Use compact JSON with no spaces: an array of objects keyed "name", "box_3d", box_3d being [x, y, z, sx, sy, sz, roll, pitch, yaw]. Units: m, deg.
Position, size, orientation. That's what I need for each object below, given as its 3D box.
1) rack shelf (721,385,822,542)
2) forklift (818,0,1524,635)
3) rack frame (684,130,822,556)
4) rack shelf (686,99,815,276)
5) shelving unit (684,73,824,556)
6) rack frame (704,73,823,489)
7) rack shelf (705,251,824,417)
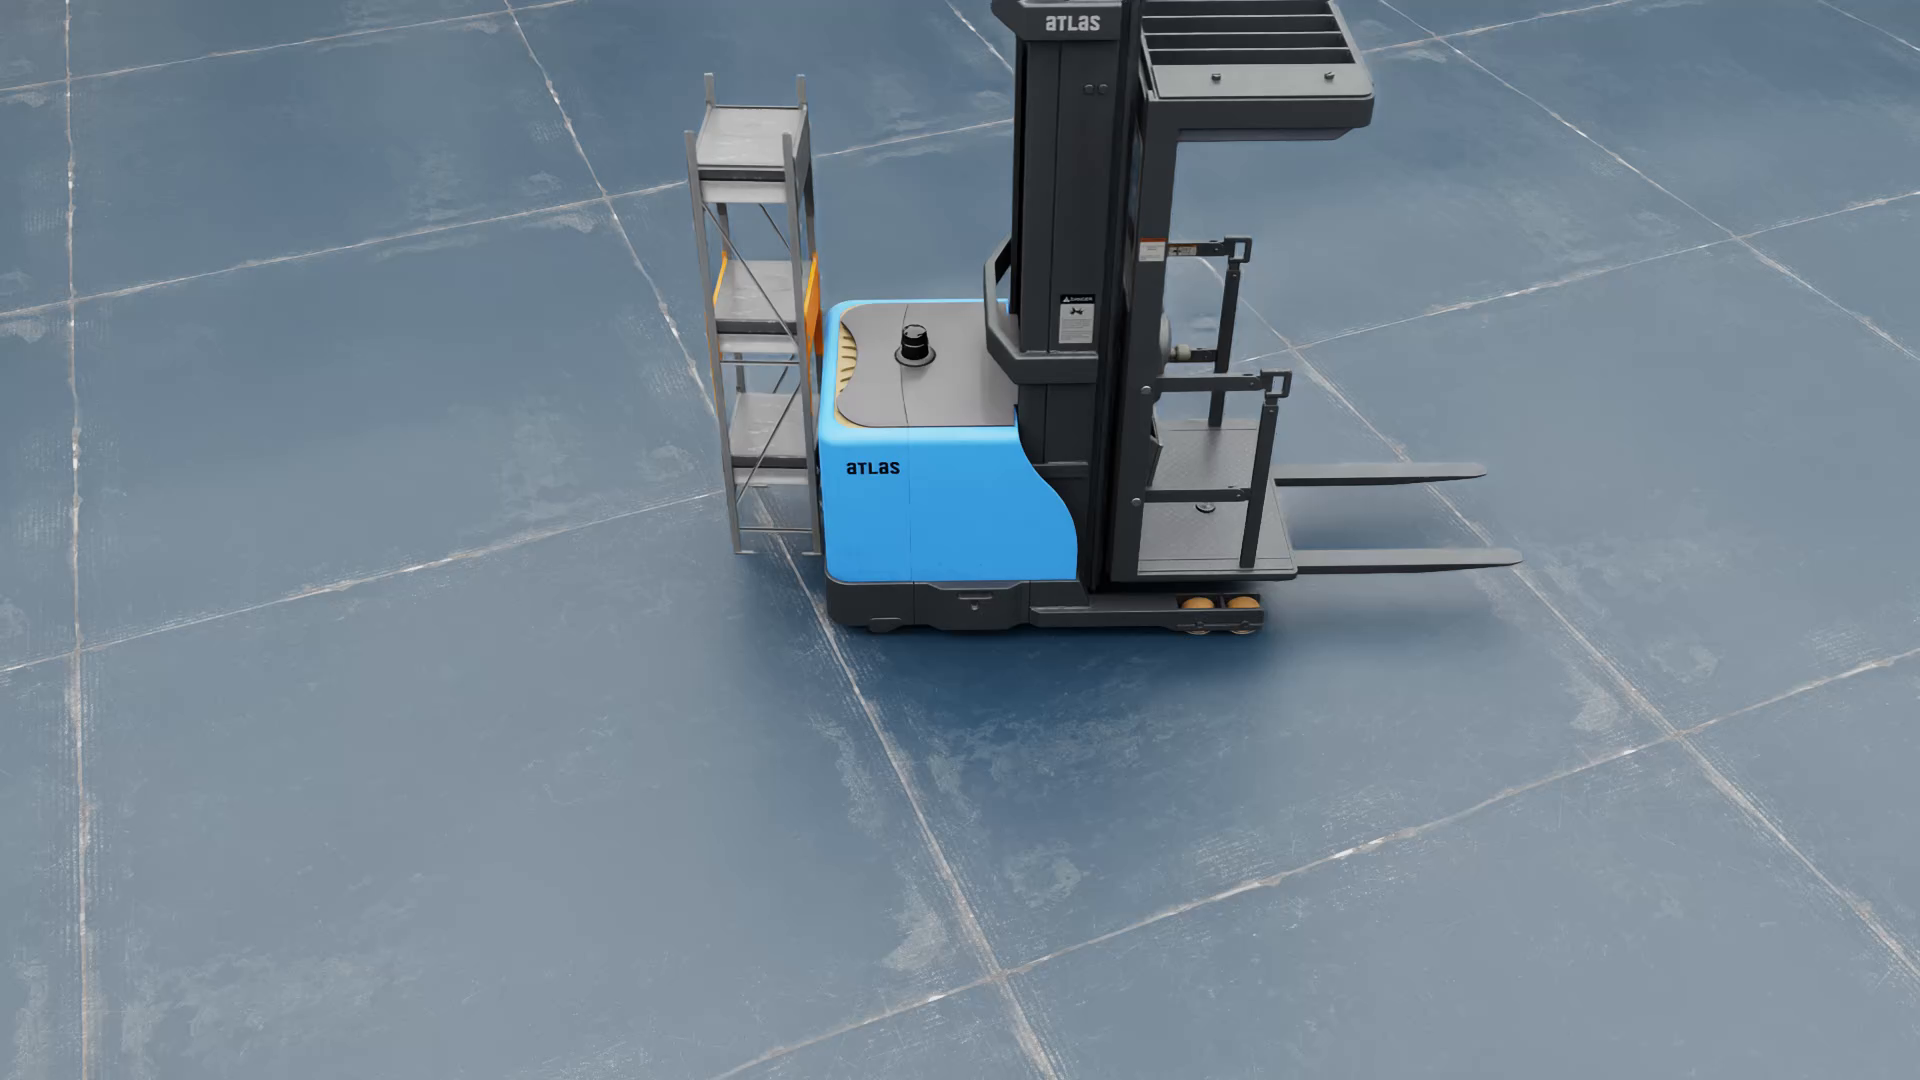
[{"name":"rack shelf","box_3d":[-0.822,-0.349,7.558,0.431,0.518,0.480,1,41,2]},{"name":"forklift","box_3d":[0.930,-1.049,6.641,3.031,2.935,1.130,-1,41,-1]},{"name":"rack frame","box_3d":[-0.831,-0.731,6.908,0.400,2.100,0.015,1,41,2]},{"name":"rack shelf","box_3d":[-0.823,-1.410,6.645,0.431,0.518,0.480,1,41,2]},{"name":"shelving unit","box_3d":[-0.823,-0.890,7.093,0.431,2.100,0.503,1,41,2]},{"name":"rack frame","box_3d":[-0.814,-1.049,7.278,0.400,2.100,0.015,1,41,2]},{"name":"rack shelf","box_3d":[-0.823,-0.880,7.102,0.431,0.518,0.480,1,41,2]}]
